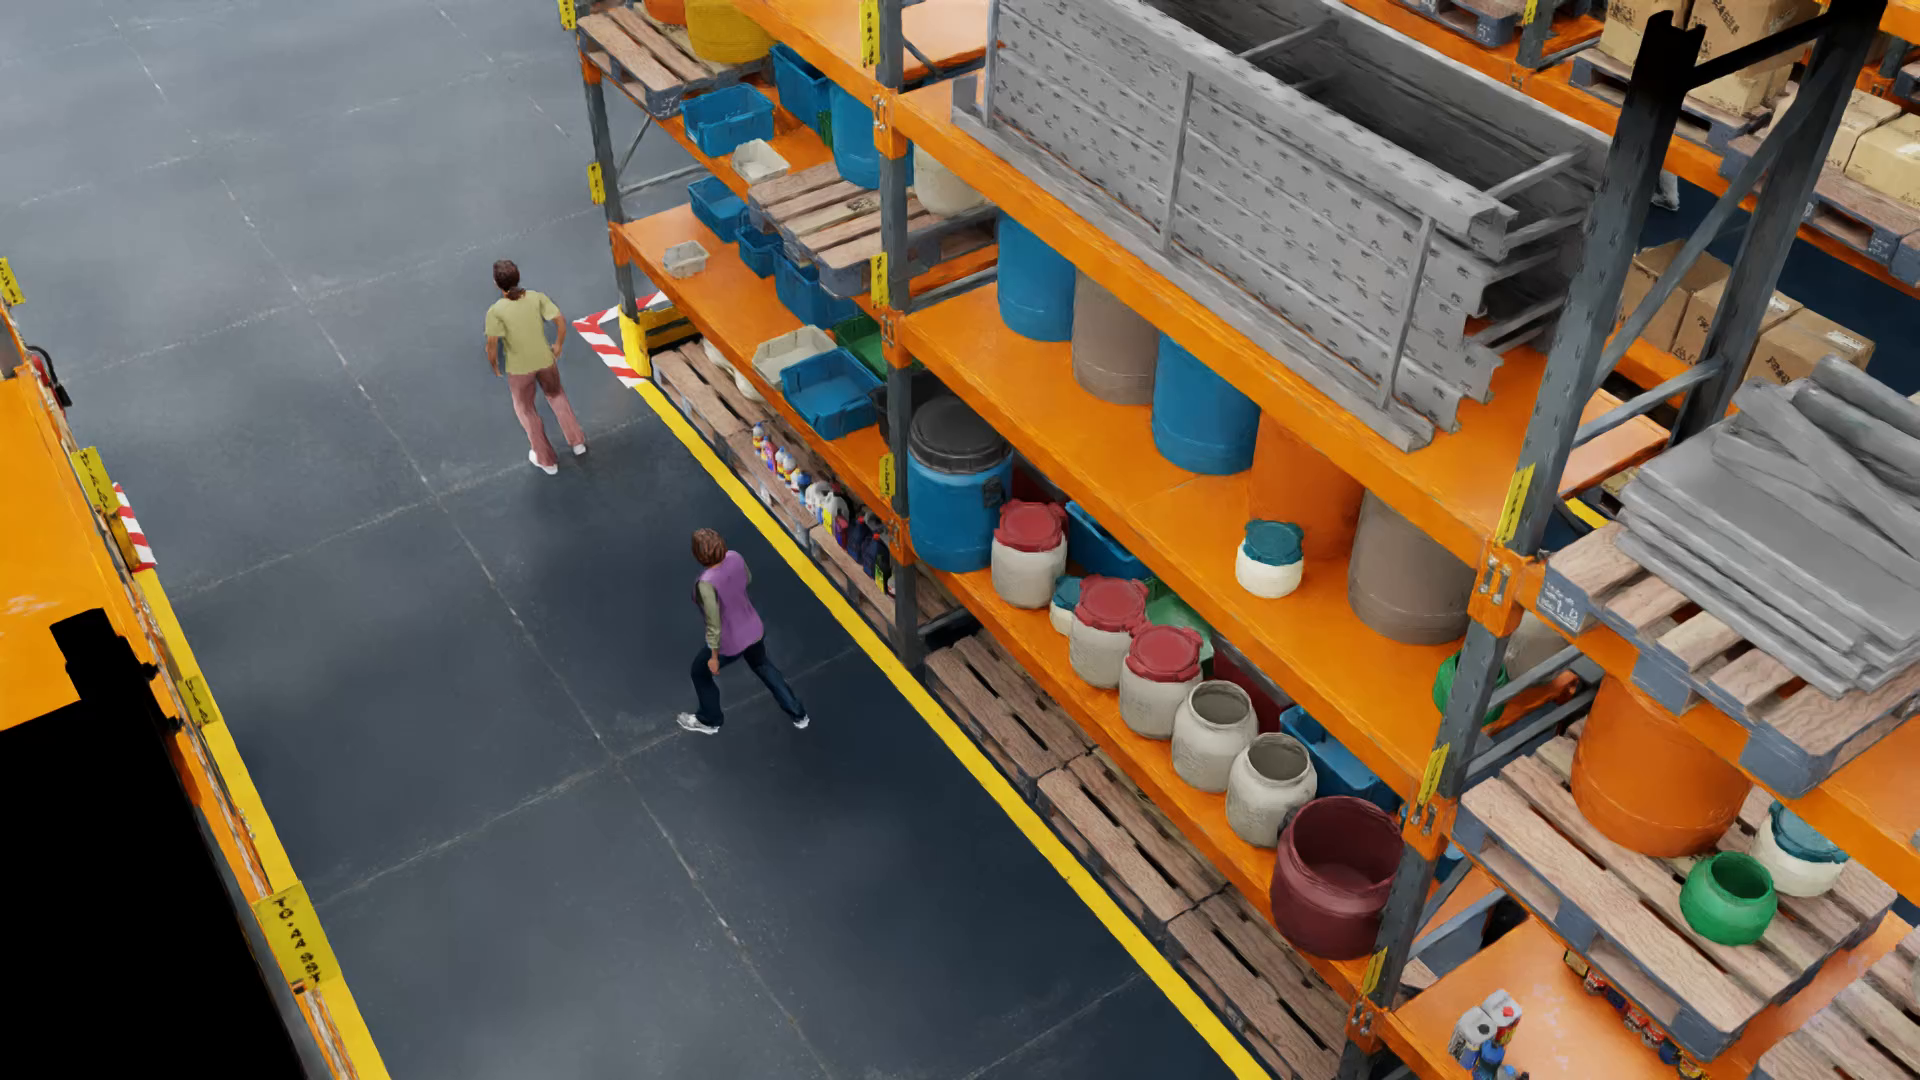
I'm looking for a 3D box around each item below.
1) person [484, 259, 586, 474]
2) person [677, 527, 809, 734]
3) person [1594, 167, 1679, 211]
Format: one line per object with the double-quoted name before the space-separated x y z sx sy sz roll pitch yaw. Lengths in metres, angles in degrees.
"person" -3.070 -1.254 11.941 0.598 1.619 0.506 -26 49 -26
"person" -1.318 0.575 9.770 0.795 1.535 0.546 28 49 27
"person" 6.019 -3.604 14.489 0.811 1.596 0.660 27 49 27
